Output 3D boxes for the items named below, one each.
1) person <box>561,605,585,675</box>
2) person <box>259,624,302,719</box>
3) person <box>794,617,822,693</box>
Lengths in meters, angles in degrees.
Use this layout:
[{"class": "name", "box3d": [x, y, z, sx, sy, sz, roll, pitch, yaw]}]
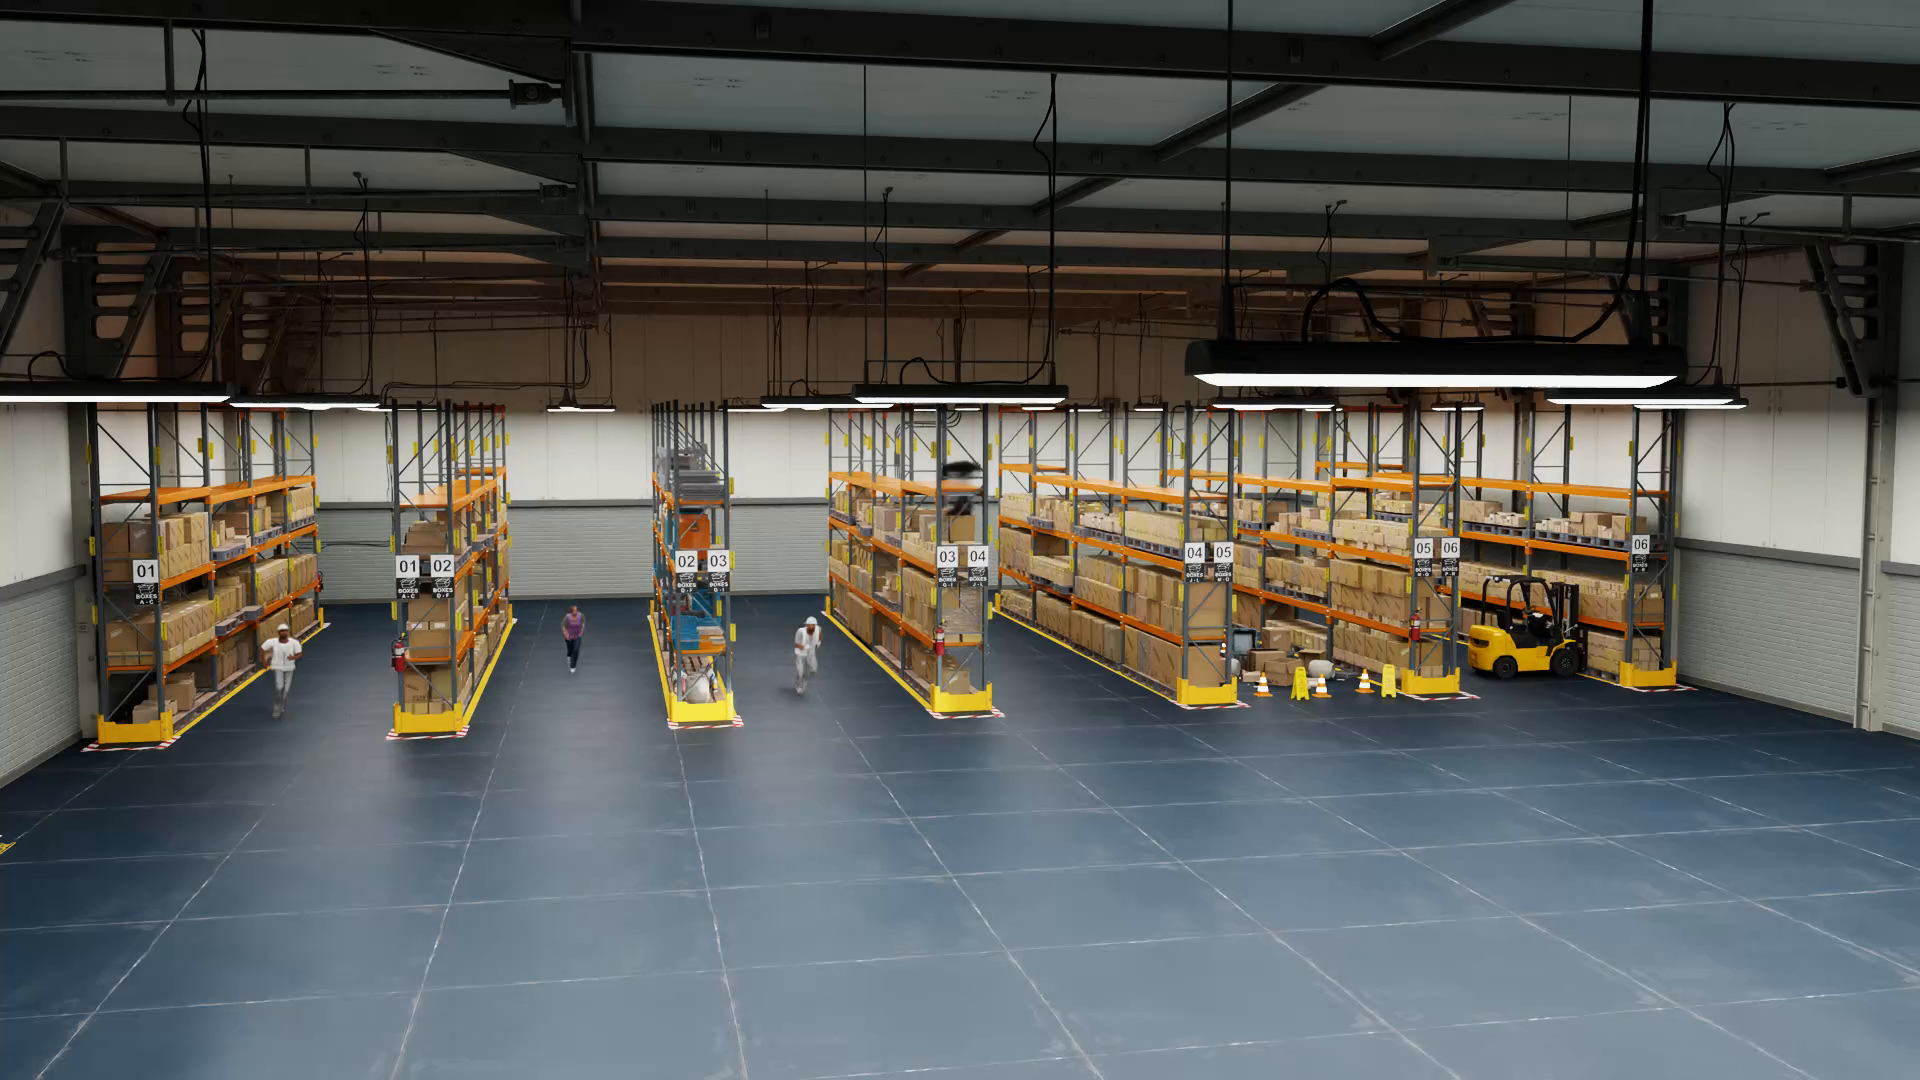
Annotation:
[{"class": "person", "box3d": [-8.637, 2.187, 37.052, 0.550, 1.552, 0.865, -2, 5, -25]}, {"class": "person", "box3d": [-12.844, 2.478, 31.529, 0.711, 1.789, 0.676, -3, 5, -35]}, {"class": "person", "box3d": [-3.080, 2.349, 33.923, 0.705, 1.621, 0.904, -3, 5, -30]}]
